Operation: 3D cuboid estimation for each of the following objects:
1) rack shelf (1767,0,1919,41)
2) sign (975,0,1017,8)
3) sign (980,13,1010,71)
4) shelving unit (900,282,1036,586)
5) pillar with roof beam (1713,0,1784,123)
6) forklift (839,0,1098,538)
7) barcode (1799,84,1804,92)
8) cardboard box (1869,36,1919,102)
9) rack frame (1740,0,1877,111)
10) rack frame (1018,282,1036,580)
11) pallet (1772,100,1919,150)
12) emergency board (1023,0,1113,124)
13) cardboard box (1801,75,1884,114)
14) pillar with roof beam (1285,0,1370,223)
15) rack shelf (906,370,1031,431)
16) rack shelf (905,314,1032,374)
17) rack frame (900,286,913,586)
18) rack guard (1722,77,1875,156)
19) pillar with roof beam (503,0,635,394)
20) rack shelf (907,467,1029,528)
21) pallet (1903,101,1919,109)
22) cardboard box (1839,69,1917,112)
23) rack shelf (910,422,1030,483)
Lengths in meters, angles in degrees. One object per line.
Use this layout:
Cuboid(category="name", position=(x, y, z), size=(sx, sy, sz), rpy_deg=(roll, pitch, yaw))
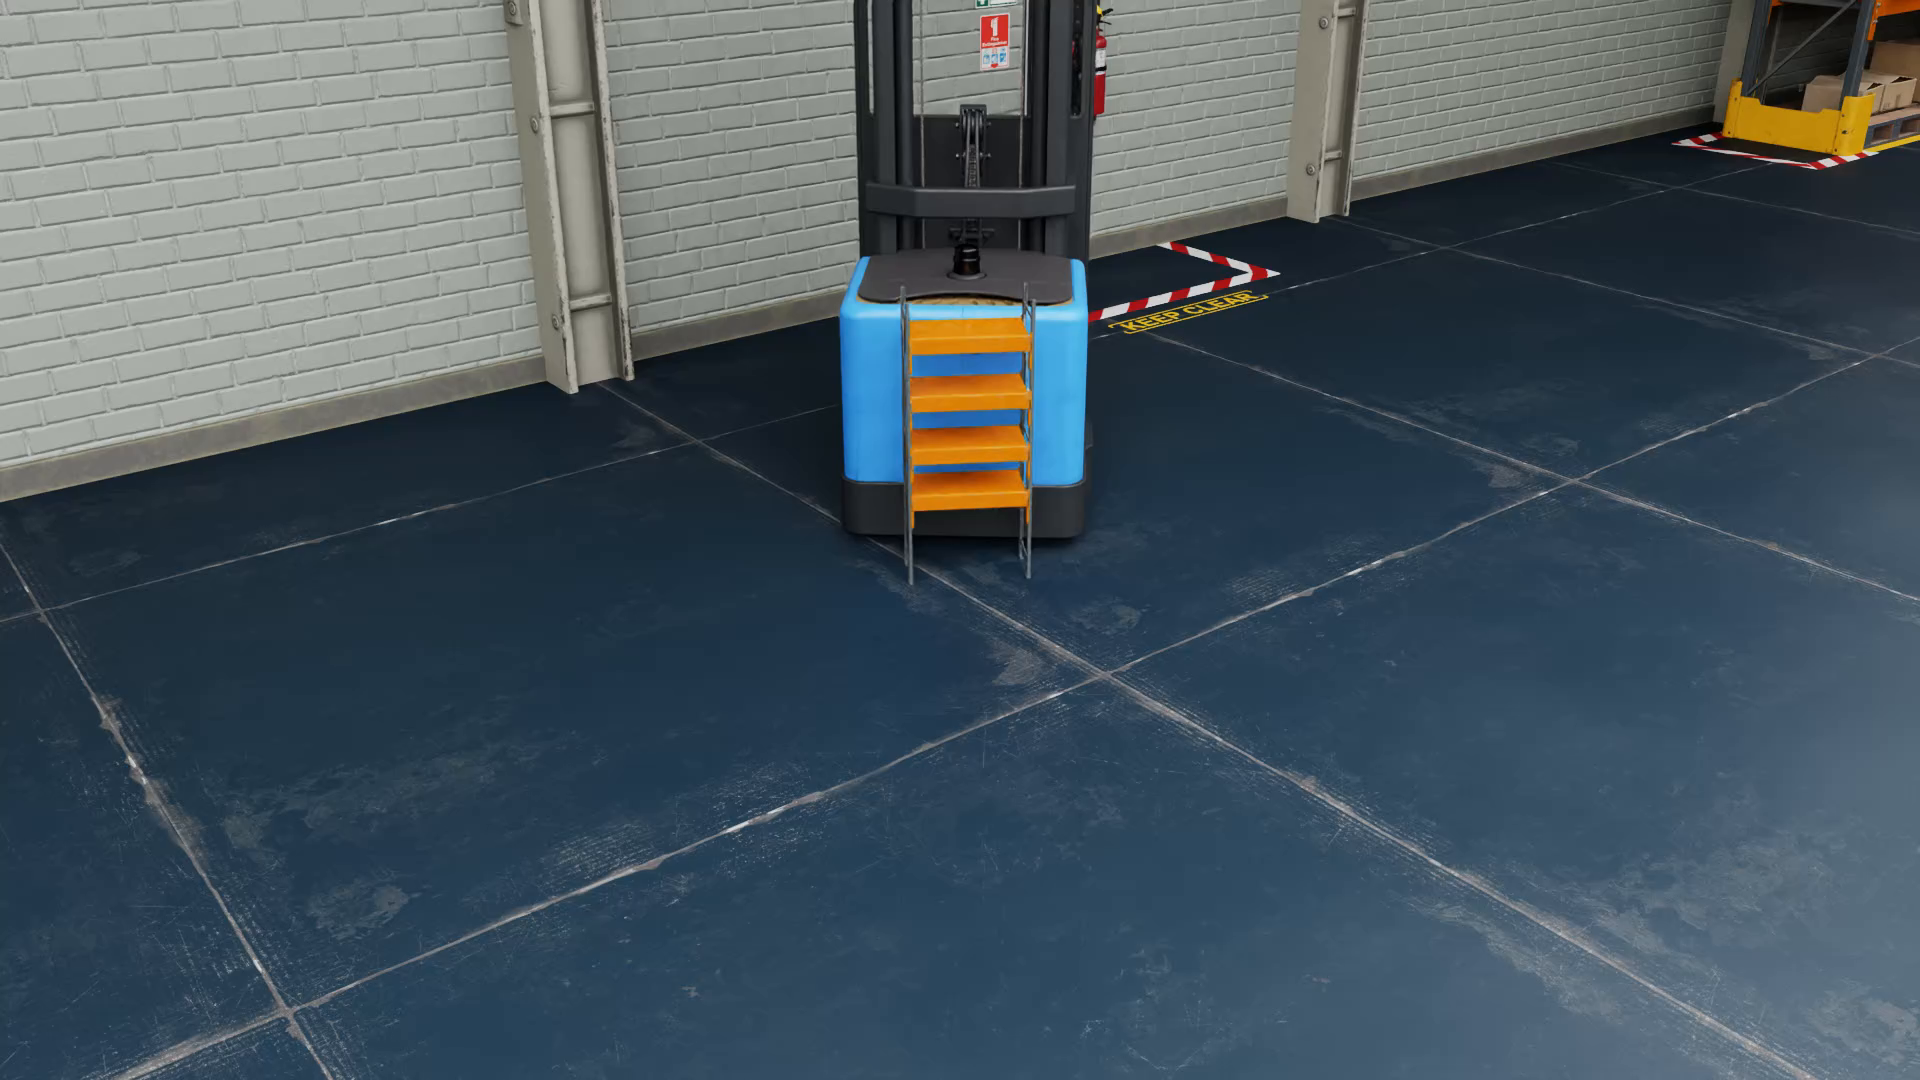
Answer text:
Cuboid(category="rack shelf", position=(8.960, -5.090, 15.510), size=(4.000, 0.370, 1.077), rpy_deg=(-18, 31, -34))
Cuboid(category="sign", position=(0.224, -3.323, 10.175), size=(0.331, 0.109, 0.001), rpy_deg=(-18, 31, -34))
Cuboid(category="sign", position=(0.215, -3.084, 10.291), size=(0.234, 0.329, 0.001), rpy_deg=(-18, 31, -34))
Cuboid(category="shelving unit", position=(0.028, -0.418, 6.725), size=(0.503, 1.200, 0.258), rpy_deg=(-3, 25, -6))
Cuboid(category="pillar with roof beam", position=(10.060, -6.661, 10.912), size=(0.400, 9.000, 9.100), rpy_deg=(-18, 31, -34))
Cuboid(category="forklift", position=(0.080, -1.917, 7.898), size=(1.130, 2.935, 3.031), rpy_deg=(1, 25, 2))
Cuboid(category="barcode", position=(7.754, -4.168, 15.329), size=(0.075, 0.075, 0.001), rpy_deg=(-18, 31, -34))
Cuboid(category="cardboard box", position=(9.043, -4.435, 15.690), size=(0.500, 0.500, 0.700), rpy_deg=(-21, 32, -37))
Cuboid(category="rack frame", position=(7.386, -4.897, 14.239), size=(0.127, 3.000, 1.000), rpy_deg=(-18, 31, -34))
Cuboid(category="rack frame", position=(0.271, -0.429, 6.750), size=(0.015, 1.200, 0.240), rpy_deg=(-3, 25, -6))
Cuboid(category="pallet", position=(8.107, -3.851, 15.298), size=(1.213, 0.211, 1.003), rpy_deg=(-18, 31, -34))
Cuboid(category="emergency board", position=(0.714, -3.178, 10.534), size=(0.643, 1.169, 0.194), rpy_deg=(-18, 31, -34))
Cuboid(category="cardboard box", position=(7.986, -4.027, 15.035), size=(0.500, 0.311, 0.500), rpy_deg=(-23, 33, -40))
Cuboid(category="pillar with roof beam", position=(5.338, -5.102, 7.554), size=(0.400, 9.000, 9.100), rpy_deg=(-18, 31, -34))
Cuboid(category="rack shelf", position=(0.028, -0.560, 6.659), size=(0.480, 0.148, 0.258), rpy_deg=(-3, 25, -6))
Cuboid(category="rack shelf", position=(0.028, -0.774, 6.559), size=(0.480, 0.148, 0.258), rpy_deg=(-3, 25, -6))
Cuboid(category="rack frame", position=(-0.214, -0.406, 6.700), size=(0.015, 1.200, 0.240), rpy_deg=(-3, 25, -6))
Cuboid(category="rack guard", position=(7.446, -3.783, 14.808), size=(0.348, 0.500, 1.175), rpy_deg=(-18, 31, -34))
Cuboid(category="pillar with roof beam", position=(0.617, -3.544, 4.196), size=(0.400, 9.000, 9.100), rpy_deg=(-18, 31, -34))
Cuboid(category="rack shelf", position=(0.028, -0.177, 6.837), size=(0.480, 0.148, 0.258), rpy_deg=(-3, 25, -6))
Cuboid(category="pallet", position=(9.067, -4.167, 15.977), size=(1.213, 0.211, 1.003), rpy_deg=(-18, 31, -34))
Cuboid(category="cardboard box", position=(8.435, -4.175, 15.355), size=(0.500, 0.311, 0.500), rpy_deg=(-15, 29, -30))
Cuboid(category="rack shelf", position=(0.028, -0.357, 6.753), size=(0.480, 0.148, 0.258), rpy_deg=(-3, 25, -6))
